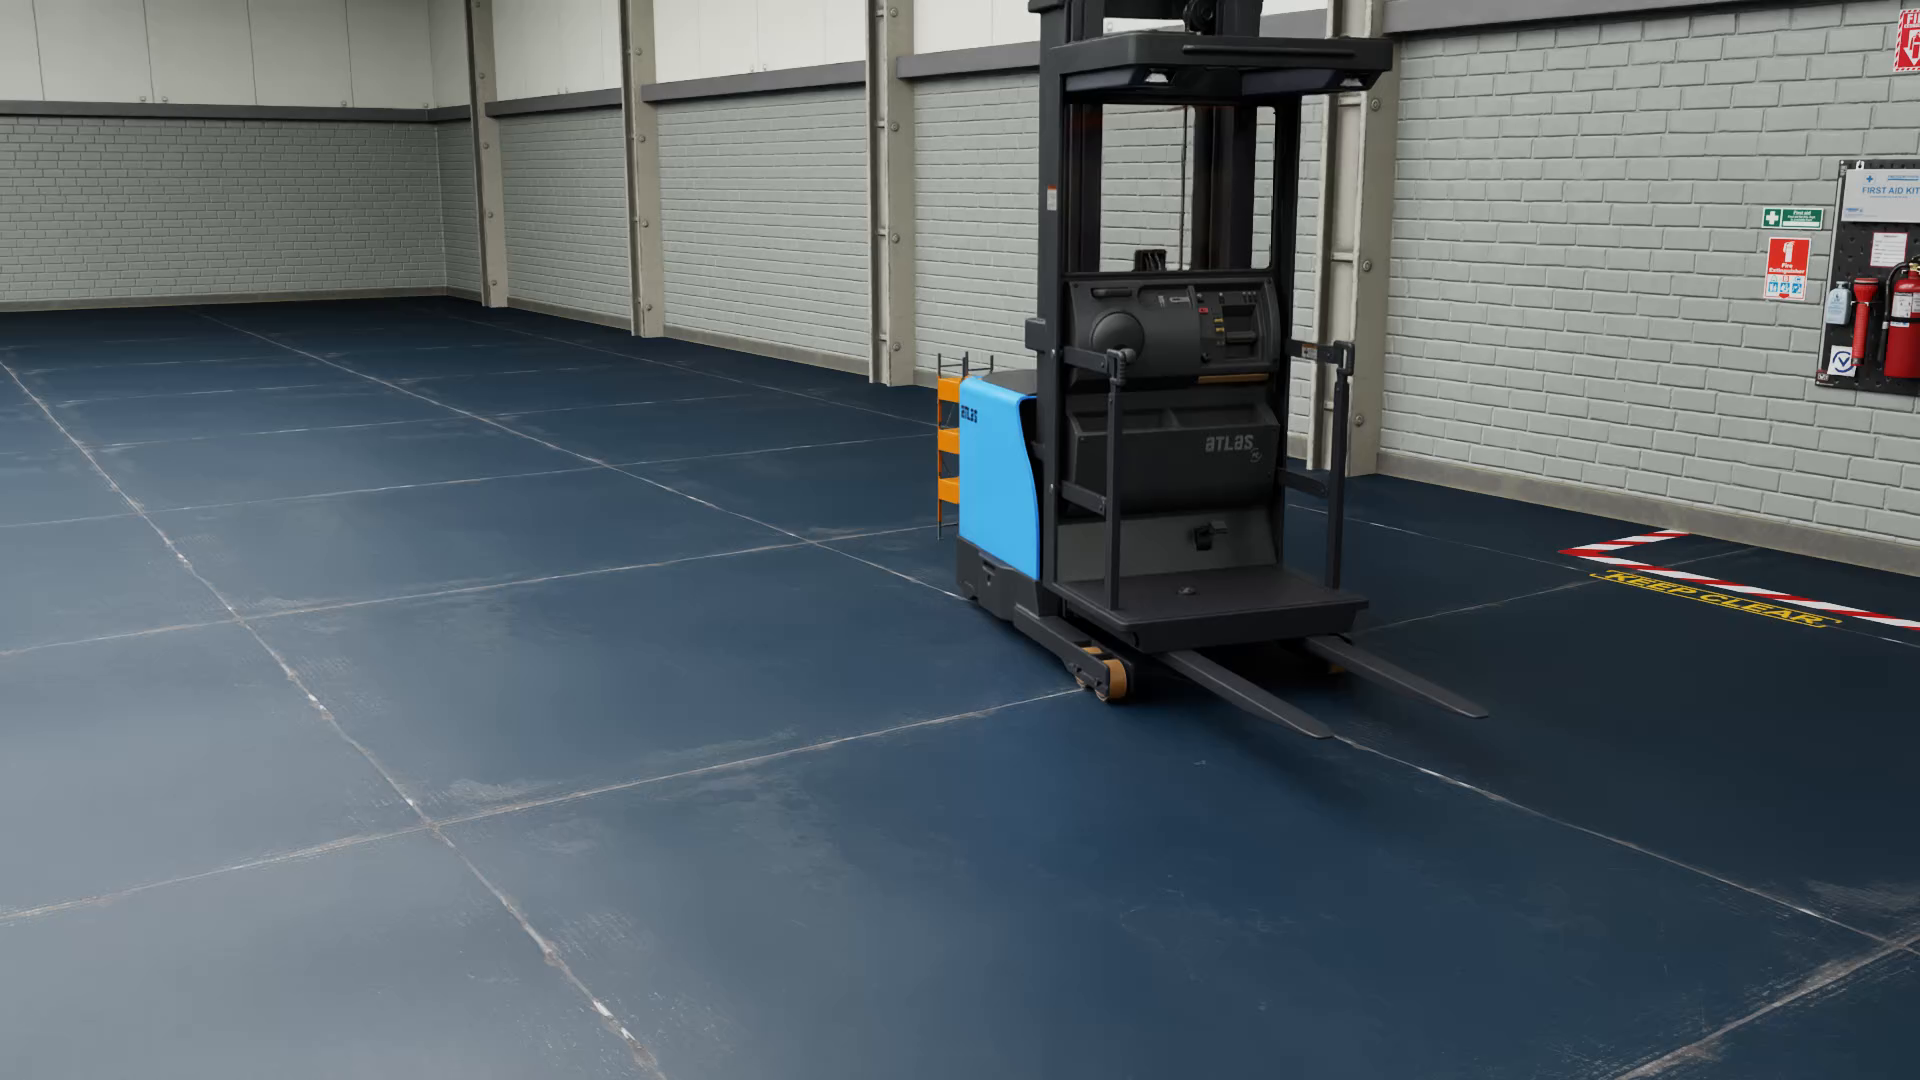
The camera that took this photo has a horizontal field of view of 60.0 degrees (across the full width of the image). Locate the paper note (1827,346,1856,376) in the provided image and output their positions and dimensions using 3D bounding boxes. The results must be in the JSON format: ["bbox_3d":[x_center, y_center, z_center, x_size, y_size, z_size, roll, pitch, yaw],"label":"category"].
[{"bbox_3d":[4.605,-0.934,8.672,0.016,0.148,0.142,-8,15,-33],"label":"paper note"}]

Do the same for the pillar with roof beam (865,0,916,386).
[{"bbox_3d":[-4.250,-5.436,13.154,9.100,9.000,0.400,-8,15,-33],"label":"pillar with roof beam"}]

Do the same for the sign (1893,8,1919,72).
[{"bbox_3d":[4.724,-2.470,8.210,0.001,0.298,0.199,-8,15,-33],"label":"sign"}]

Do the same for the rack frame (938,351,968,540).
[{"bbox_3d":[-0.038,-0.525,9.305,0.200,1.050,0.008,-8,15,-33],"label":"rack frame"}]

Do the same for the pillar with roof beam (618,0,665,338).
[{"bbox_3d":[-7.574,-6.503,18.034,9.100,9.000,0.400,-8,15,-33],"label":"pillar with roof beam"}]

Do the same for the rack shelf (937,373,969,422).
[{"bbox_3d":[0.030,-0.770,9.148,0.215,0.259,0.240,-8,15,-33],"label":"rack shelf"}]

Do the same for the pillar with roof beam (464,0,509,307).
[{"bbox_3d":[-10.898,-7.570,22.914,9.100,9.000,0.400,-8,15,-33],"label":"pillar with roof beam"}]

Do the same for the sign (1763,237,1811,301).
[{"bbox_3d":[4.425,-1.452,8.898,0.001,0.329,0.234,-8,15,-33],"label":"sign"}]

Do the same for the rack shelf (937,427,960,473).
[{"bbox_3d":[0.030,-0.493,9.208,0.215,0.259,0.240,-8,15,-33],"label":"rack shelf"}]

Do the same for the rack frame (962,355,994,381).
[{"bbox_3d":[0.097,-0.482,9.107,0.200,1.050,0.008,-8,15,-33],"label":"rack frame"}]

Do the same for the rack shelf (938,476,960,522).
[{"bbox_3d":[0.030,-0.222,9.268,0.215,0.259,0.240,-8,15,-33],"label":"rack shelf"}]

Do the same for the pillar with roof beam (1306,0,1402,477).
[{"bbox_3d":[-0.925,-4.369,8.275,9.100,9.000,0.400,-8,15,-33],"label":"pillar with roof beam"}]

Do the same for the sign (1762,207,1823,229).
[{"bbox_3d":[4.420,-1.709,8.833,0.001,0.109,0.331,-8,15,-33],"label":"sign"}]

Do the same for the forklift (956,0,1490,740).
[{"bbox_3d":[0.961,-0.901,6.621,1.130,2.935,3.031,-4,13,-19],"label":"forklift"}]

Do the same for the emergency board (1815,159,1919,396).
[{"bbox_3d":[4.645,-1.324,8.397,0.194,1.169,0.643,-8,15,-33],"label":"emergency board"}]

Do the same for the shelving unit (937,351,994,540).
[{"bbox_3d":[0.030,-0.503,9.206,0.215,1.050,0.252,-8,15,-33],"label":"shelving unit"}]
